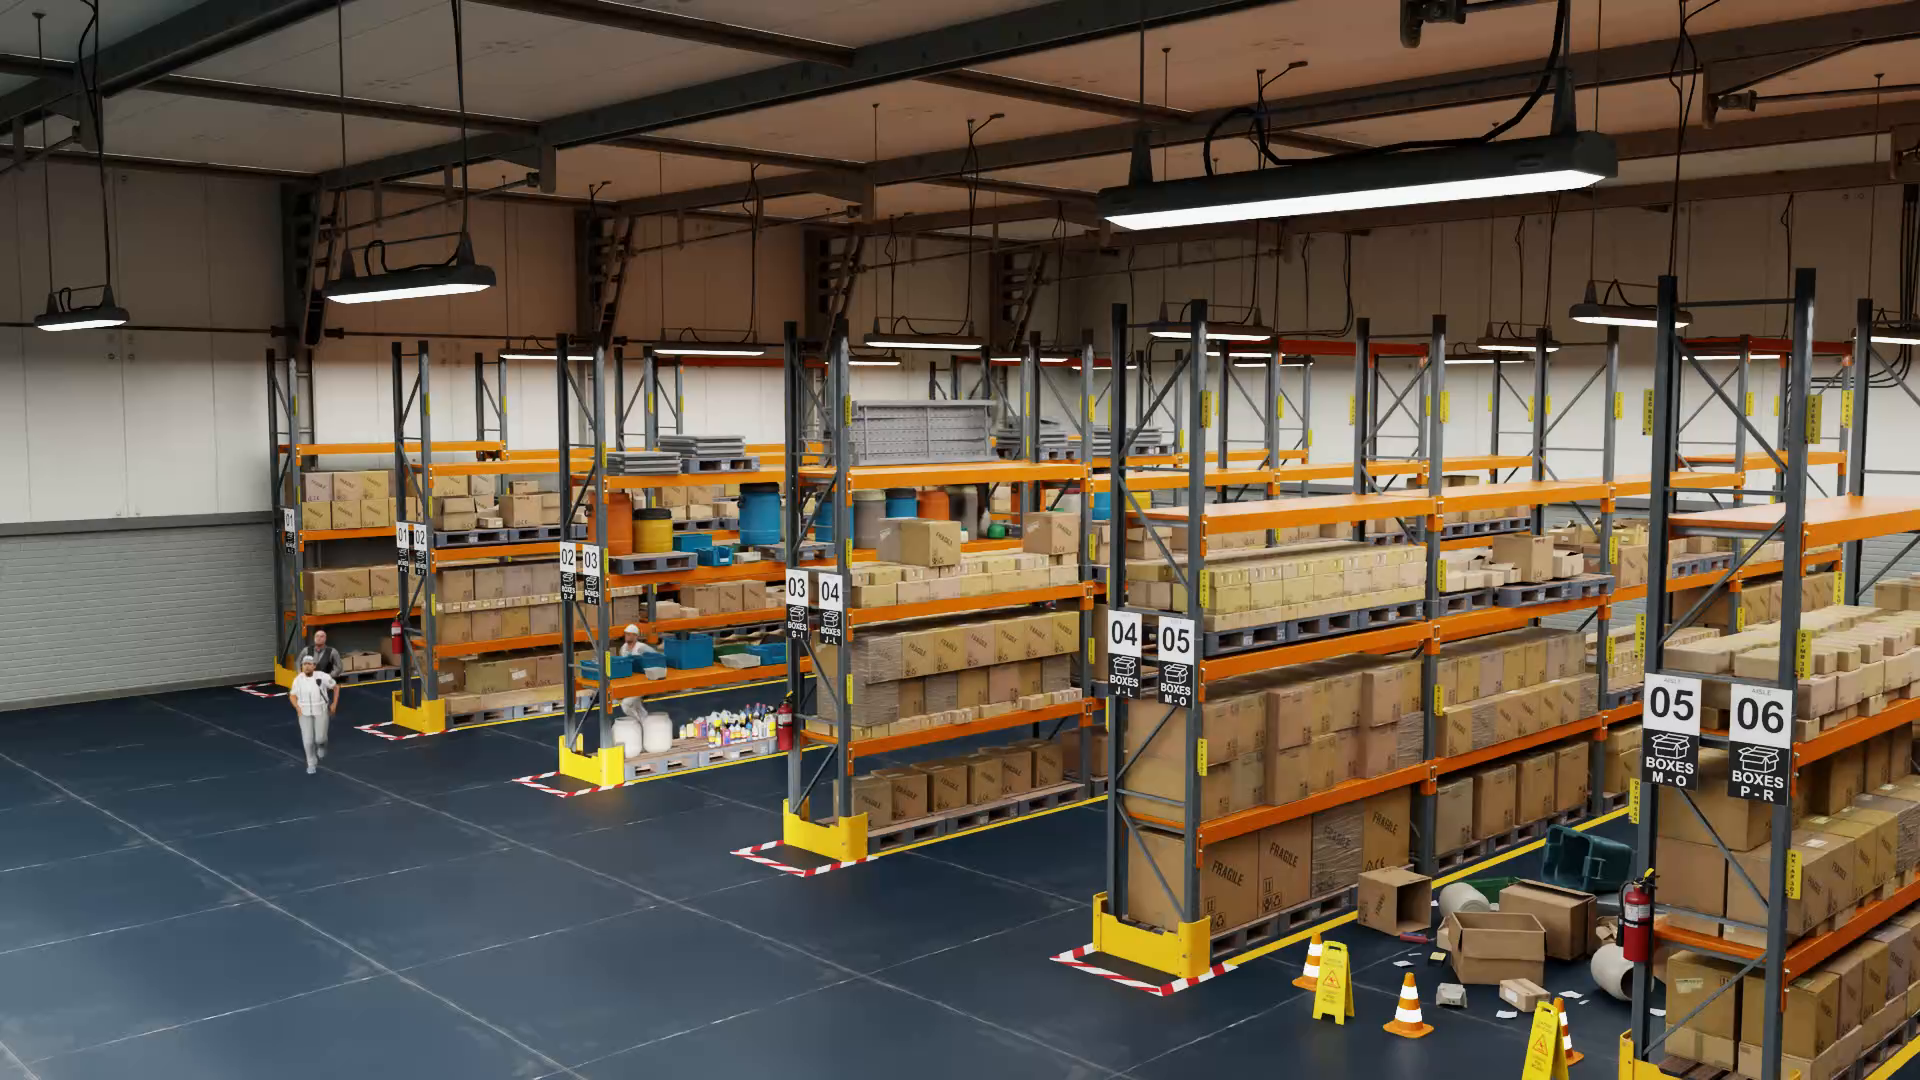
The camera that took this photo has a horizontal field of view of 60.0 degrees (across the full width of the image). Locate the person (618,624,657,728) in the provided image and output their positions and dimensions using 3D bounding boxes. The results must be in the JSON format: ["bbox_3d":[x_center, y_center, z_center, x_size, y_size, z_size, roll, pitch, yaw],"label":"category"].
[{"bbox_3d":[-4.831,2.145,24.626,0.643,1.796,0.805,4,7,42],"label":"person"}]

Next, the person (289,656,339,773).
[{"bbox_3d":[-8.872,2.393,22.834,0.630,1.634,0.586,-1,5,-12],"label":"person"}]

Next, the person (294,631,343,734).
[{"bbox_3d":[-9.625,2.186,24.957,0.687,1.672,0.638,-1,5,-10],"label":"person"}]
